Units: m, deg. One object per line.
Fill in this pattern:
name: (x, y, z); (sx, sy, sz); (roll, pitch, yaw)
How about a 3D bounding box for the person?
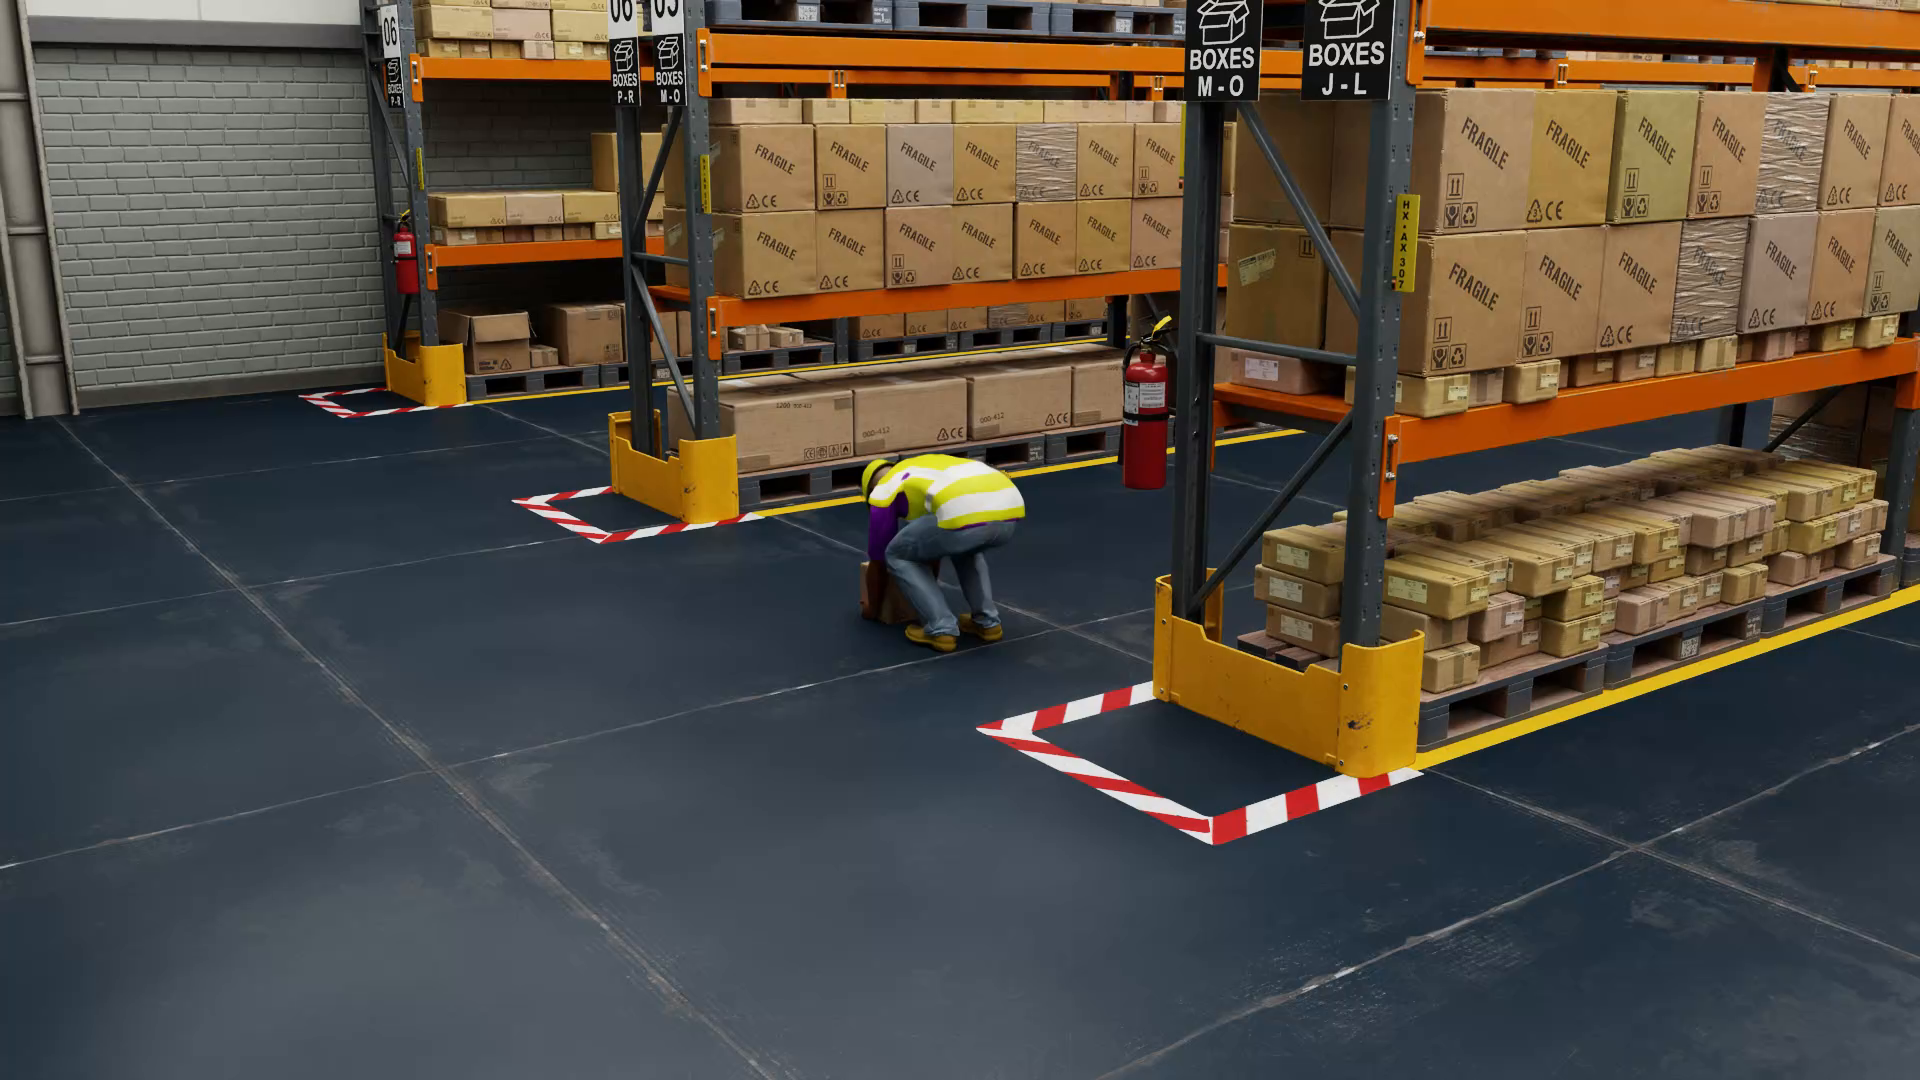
person: (-0.133, 0.028, 7.744); (0.517, 0.862, 0.980); (-11, 18, -37)
